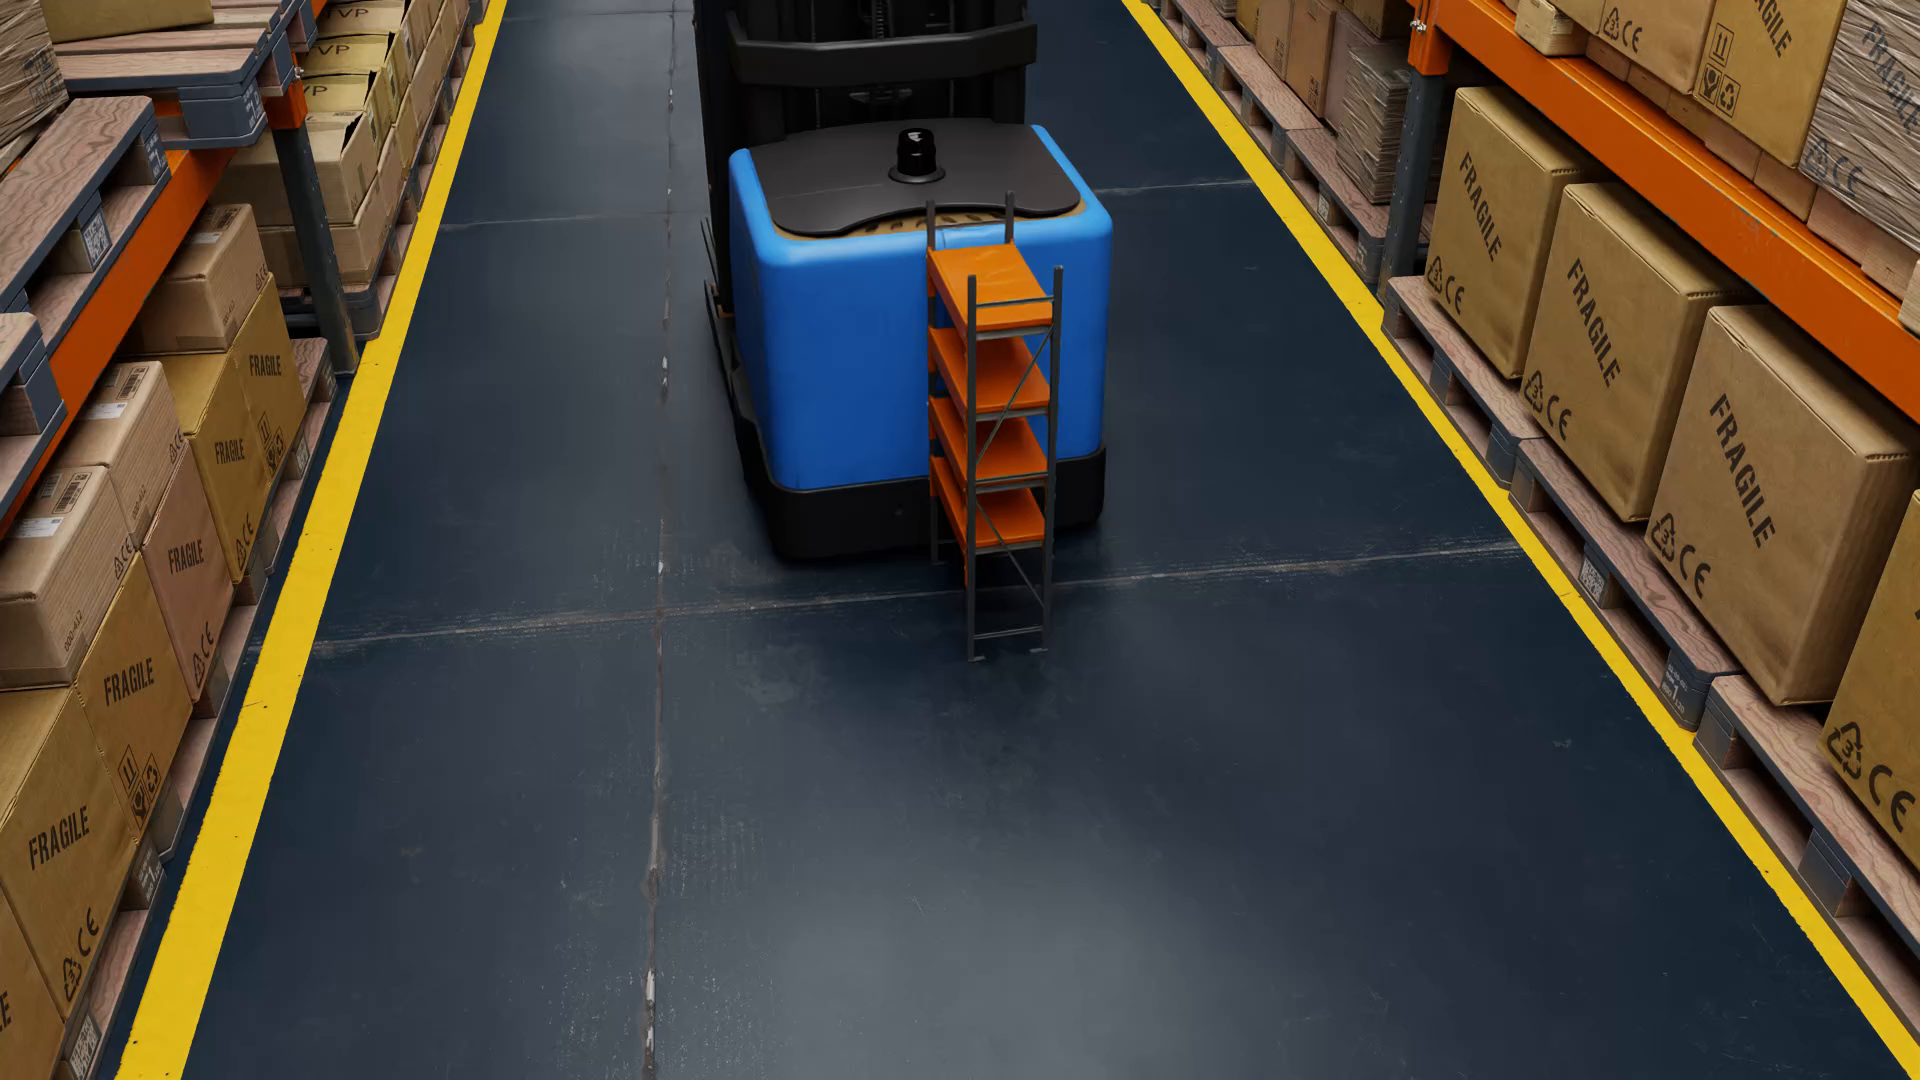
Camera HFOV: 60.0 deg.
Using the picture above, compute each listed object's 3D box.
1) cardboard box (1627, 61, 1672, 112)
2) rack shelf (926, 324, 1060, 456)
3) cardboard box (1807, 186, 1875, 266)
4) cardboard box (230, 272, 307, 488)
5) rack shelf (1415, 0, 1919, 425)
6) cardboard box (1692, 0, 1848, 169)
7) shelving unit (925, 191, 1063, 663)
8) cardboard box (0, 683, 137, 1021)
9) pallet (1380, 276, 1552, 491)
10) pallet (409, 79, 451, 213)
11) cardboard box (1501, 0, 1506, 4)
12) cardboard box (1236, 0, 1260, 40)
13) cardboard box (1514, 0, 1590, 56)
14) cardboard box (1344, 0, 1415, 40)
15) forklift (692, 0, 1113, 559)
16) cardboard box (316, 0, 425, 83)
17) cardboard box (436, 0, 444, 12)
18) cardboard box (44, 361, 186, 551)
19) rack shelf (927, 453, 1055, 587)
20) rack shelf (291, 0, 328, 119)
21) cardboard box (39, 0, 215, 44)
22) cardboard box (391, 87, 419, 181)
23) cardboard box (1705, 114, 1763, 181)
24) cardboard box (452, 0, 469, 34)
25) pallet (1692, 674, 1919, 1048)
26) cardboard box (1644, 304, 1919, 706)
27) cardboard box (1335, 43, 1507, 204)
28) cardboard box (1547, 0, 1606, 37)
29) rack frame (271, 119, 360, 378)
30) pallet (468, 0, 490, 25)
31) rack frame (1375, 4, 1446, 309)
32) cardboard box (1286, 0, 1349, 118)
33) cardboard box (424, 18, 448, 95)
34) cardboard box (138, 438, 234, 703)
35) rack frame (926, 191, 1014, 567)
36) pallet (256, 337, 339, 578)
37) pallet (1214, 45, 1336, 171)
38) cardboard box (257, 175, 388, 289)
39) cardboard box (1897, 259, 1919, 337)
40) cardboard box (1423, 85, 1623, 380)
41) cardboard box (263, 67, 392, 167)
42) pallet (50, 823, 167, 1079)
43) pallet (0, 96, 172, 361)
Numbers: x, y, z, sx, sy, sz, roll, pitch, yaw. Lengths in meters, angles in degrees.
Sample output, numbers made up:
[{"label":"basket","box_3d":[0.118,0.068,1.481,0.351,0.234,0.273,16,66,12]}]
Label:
[{"label":"cardboard box","box_3d":[2.164,-1.348,4.770,0.380,0.149,0.250,-4,34,-5]},{"label":"rack shelf","box_3d":[0.082,-0.427,4.534,0.258,0.148,0.480,-7,35,-11]},{"label":"cardboard box","box_3d":[2.257,-0.768,3.919,0.380,0.149,0.250,-5,35,-8]},{"label":"cardboard box","box_3d":[-2.377,-0.484,5.125,0.500,0.500,0.500,-3,34,-5]},{"label":"rack shelf","box_3d":[2.441,-0.803,4.403,1.077,0.370,4.000,-4,35,-6]},{"label":"cardboard box","box_3d":[2.189,-1.238,4.033,0.500,0.500,0.500,-3,34,-5]},{"label":"shelving unit","box_3d":[0.082,-0.298,4.622,0.258,1.200,0.503,-7,35,-11]},{"label":"cardboard box","box_3d":[-2.104,0.659,3.448,0.500,0.500,0.500,-4,34,-6]},{"label":"pallet","box_3d":[2.204,-0.618,5.970,1.003,0.211,1.213,-4,35,-6]},{"label":"pallet","box_3d":[-2.969,-1.828,7.745,1.003,0.211,1.213,-4,35,-6]},{"label":"cardboard box","box_3d":[1.987,-1.919,5.608,0.380,0.149,0.250,-5,35,-7]},{"label":"cardboard box","box_3d":[1.869,-2.903,8.675,0.700,0.500,0.500,-5,35,-7]},{"label":"cardboard box","box_3d":[1.964,-1.623,5.174,0.380,0.149,0.250,-3,34,-5]},{"label":"cardboard box","box_3d":[2.009,-2.396,7.265,0.500,0.250,0.500,-4,34,-5]},{"label":"forklift","box_3d":[-0.374,-1.979,5.552,1.130,2.935,3.031,-7,35,-11]},{"label":"cardboard box","box_3d":[-2.730,-2.287,7.512,0.500,0.311,0.500,-5,35,-7]},{"label":"cardboard box","box_3d":[-2.859,-2.846,8.333,0.500,0.311,0.500,-3,34,-5]},{"label":"cardboard box","box_3d":[-2.224,-0.192,4.031,0.500,0.250,0.500,-5,35,-7]},{"label":"rack shelf","box_3d":[0.082,-0.078,4.772,0.258,0.148,0.480,-7,35,-11]},{"label":"rack shelf","box_3d":[-3.005,-2.658,7.125,1.077,0.370,4.000,-4,35,-6]},{"label":"cardboard box","box_3d":[-2.540,-1.711,4.635,0.700,0.500,0.500,-16,37,-22]},{"label":"cardboard box","box_3d":[-2.660,-1.761,7.239,0.500,0.250,0.500,-5,35,-8]},{"label":"cardboard box","box_3d":[2.204,-1.064,4.353,0.380,0.149,0.250,-4,34,-6]},{"label":"cardboard box","box_3d":[-2.931,-2.899,8.909,0.500,0.250,0.500,-5,35,-7]},{"label":"pallet","box_3d":[2.532,0.743,3.972,1.003,0.211,1.213,-4,35,-6]},{"label":"cardboard box","box_3d":[2.372,-0.118,4.295,0.750,0.750,0.750,-3,34,-5]},{"label":"cardboard box","box_3d":[2.024,-1.763,7.002,0.700,0.500,0.500,-4,34,-6]},{"label":"cardboard box","box_3d":[2.045,-1.805,4.865,0.500,0.500,0.500,-3,34,-5]},{"label":"rack frame","box_3d":[-2.736,-1.839,5.285,1.000,3.000,0.127,-4,35,-6]},{"label":"pallet","box_3d":[-3.339,-3.366,10.001,1.003,0.211,1.213,-4,35,-6]},{"label":"rack frame","box_3d":[2.172,-2.216,5.838,1.000,3.000,0.127,-4,35,-6]},{"label":"cardboard box","box_3d":[1.975,-2.334,7.841,0.700,0.500,0.500,-5,35,-7]},{"label":"cardboard box","box_3d":[-2.795,-2.331,8.076,0.500,0.250,0.500,-4,34,-5]},{"label":"cardboard box","box_3d":[-2.231,0.098,4.272,0.500,0.500,0.500,-6,35,-8]},{"label":"rack frame","box_3d":[0.028,-0.432,4.819,0.240,1.200,0.015,-7,35,-11]},{"label":"pallet","box_3d":[-2.673,-0.267,5.454,1.003,0.211,1.213,-4,35,-6]},{"label":"pallet","box_3d":[1.908,-2.179,8.260,1.003,0.211,1.213,-4,35,-6]},{"label":"cardboard box","box_3d":[-2.515,-1.191,6.402,0.500,0.250,0.500,-4,35,-7]},{"label":"cardboard box","box_3d":[2.243,-0.486,3.504,0.380,0.149,0.250,-4,35,-6]},{"label":"cardboard box","box_3d":[2.141,-1.081,5.709,0.750,0.750,0.750,-5,35,-7]},{"label":"cardboard box","box_3d":[-2.594,-1.715,6.674,0.500,0.311,0.500,-5,35,-8]},{"label":"pallet","box_3d":[-2.345,1.095,3.457,1.003,0.211,1.213,-4,35,-6]},{"label":"pallet","box_3d":[-2.470,-0.675,3.747,1.003,0.211,1.213,-4,35,-6]}]
